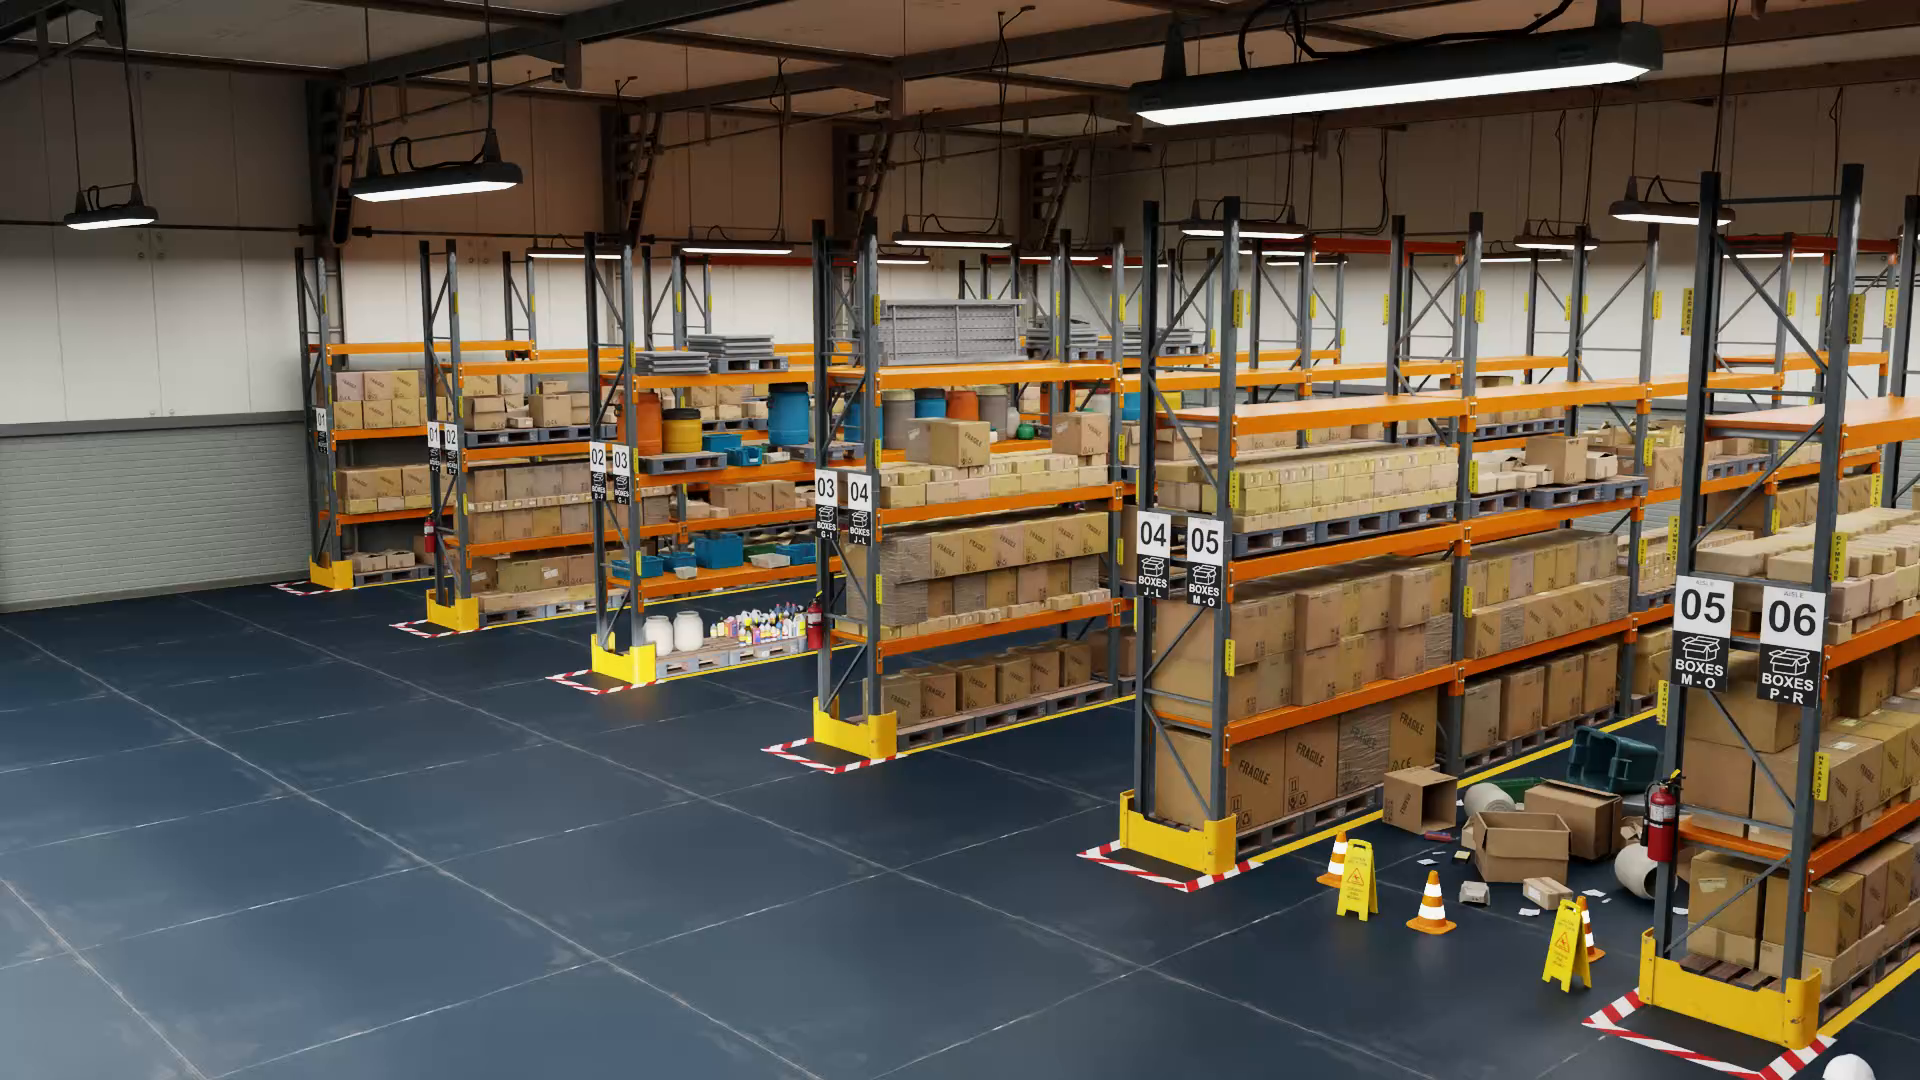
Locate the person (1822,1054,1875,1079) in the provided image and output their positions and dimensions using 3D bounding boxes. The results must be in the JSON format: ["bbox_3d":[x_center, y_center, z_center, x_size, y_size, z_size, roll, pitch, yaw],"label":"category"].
[{"bbox_3d":[4.222,3.198,7.957,0.652,1.708,0.782,5,10,31],"label":"person"}]

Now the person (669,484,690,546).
[{"bbox_3d":[-5.376,-0.281,31.730,0.536,1.610,0.875,7,11,40],"label":"person"}]
